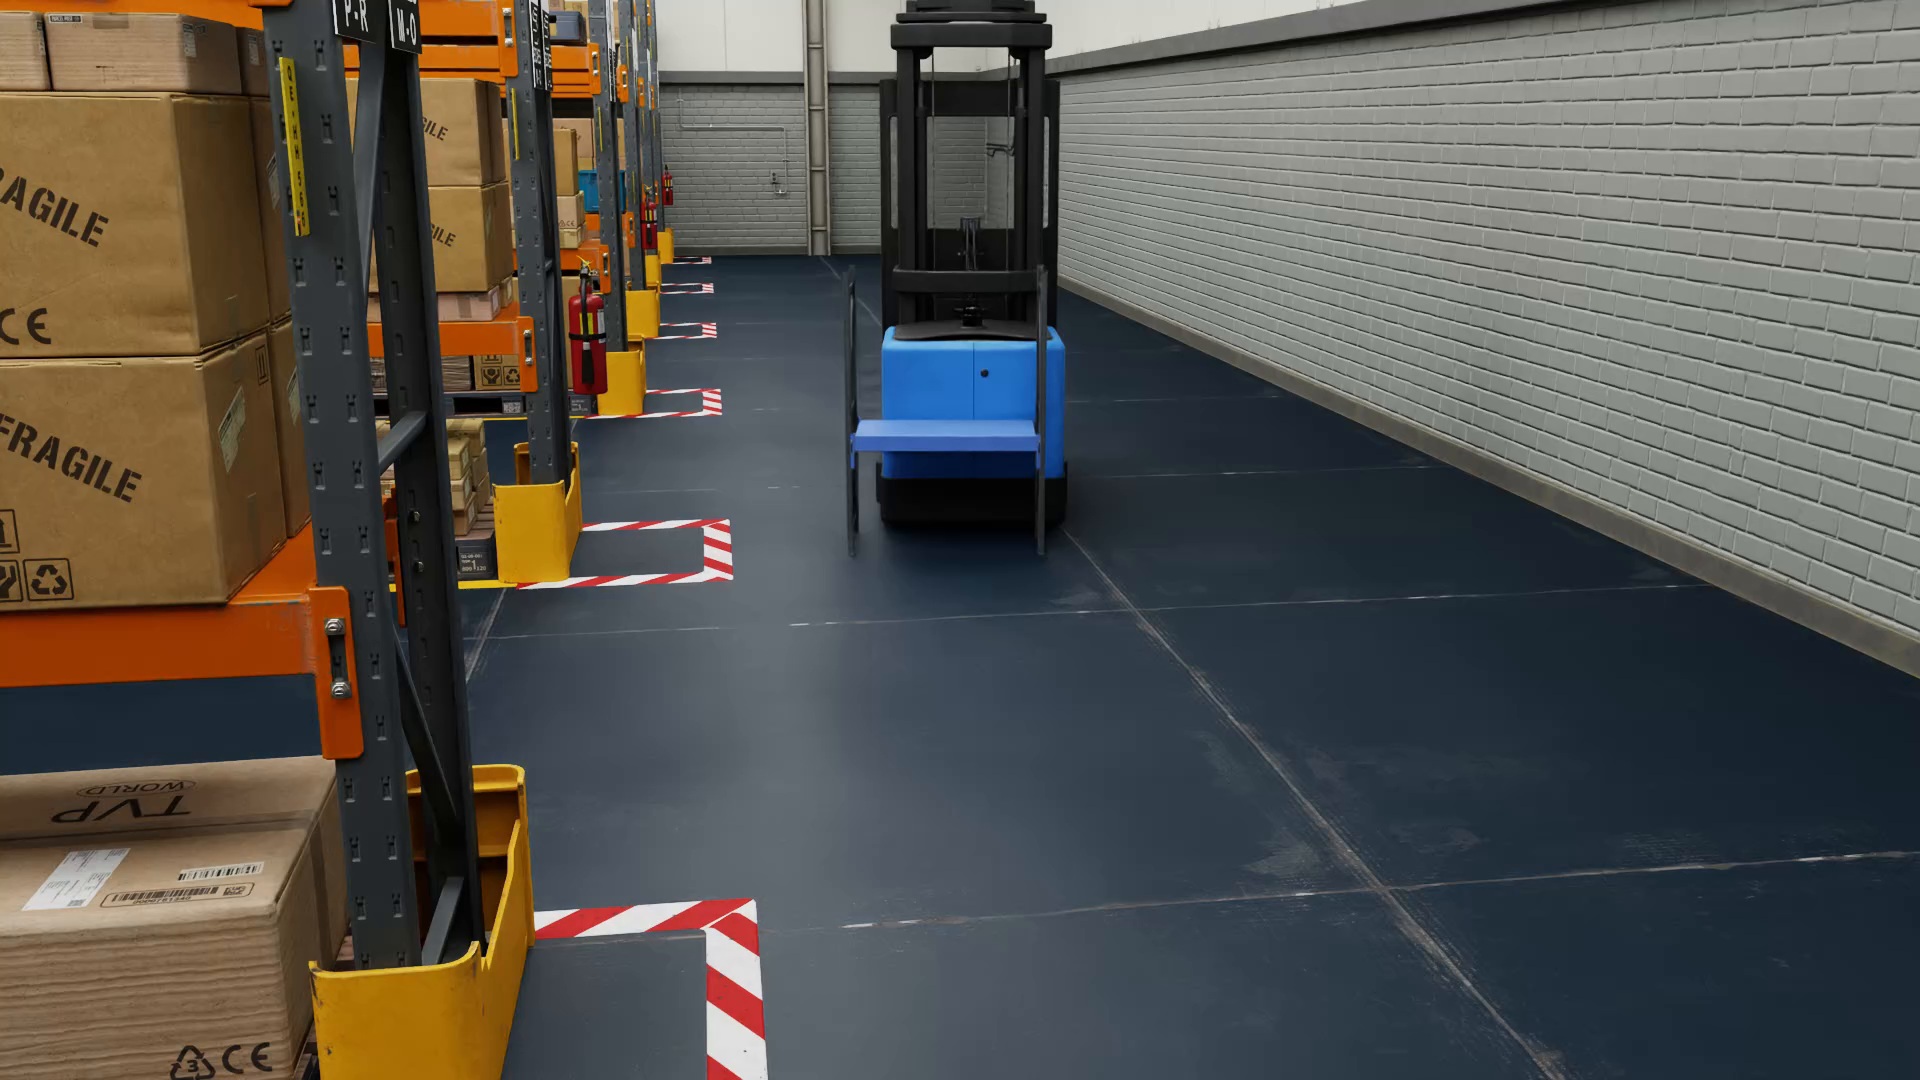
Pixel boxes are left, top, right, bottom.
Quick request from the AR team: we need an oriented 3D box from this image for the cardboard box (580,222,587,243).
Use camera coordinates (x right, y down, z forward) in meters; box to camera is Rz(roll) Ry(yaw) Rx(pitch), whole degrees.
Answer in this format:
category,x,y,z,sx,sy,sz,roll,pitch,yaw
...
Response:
category,x,y,z,sx,sy,sz,roll,pitch,yaw
cardboard box,-3.200,-2.524,13.637,0.250,0.149,0.380,-2,14,-8

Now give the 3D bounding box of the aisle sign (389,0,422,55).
category,x,y,z,sx,sy,sz,roll,pitch,yaw
aisle sign,-1.296,-1.529,3.809,0.004,0.787,0.394,-2,14,-8

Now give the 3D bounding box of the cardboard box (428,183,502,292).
category,x,y,z,sx,sy,sz,roll,pitch,yaw
cardboard box,-2.567,-1.497,8.209,0.500,0.500,0.500,-2,14,-7

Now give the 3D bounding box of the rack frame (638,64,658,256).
category,x,y,z,sx,sy,sz,roll,pitch,yaw
rack frame,-4.272,-4.963,22.844,0.127,3.000,1.000,-2,14,-8

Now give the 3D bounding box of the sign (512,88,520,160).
category,x,y,z,sx,sy,sz,roll,pitch,yaw
sign,-2.098,-1.964,7.855,0.005,0.325,0.100,-2,14,-8

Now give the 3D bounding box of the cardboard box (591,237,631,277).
category,x,y,z,sx,sy,sz,roll,pitch,yaw
cardboard box,-4.773,-3.885,22.779,0.500,0.500,0.500,-2,14,-8

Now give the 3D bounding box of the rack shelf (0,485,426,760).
category,x,y,z,sx,sy,sz,roll,pitch,yaw
rack shelf,-3.302,0.226,3.635,4.000,0.370,1.077,-2,14,-8

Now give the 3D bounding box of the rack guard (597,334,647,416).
category,x,y,z,sx,sy,sz,roll,pitch,yaw
rack guard,-2.777,-1.368,13.649,0.348,0.500,1.175,-2,14,-8

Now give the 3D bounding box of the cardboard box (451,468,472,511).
category,x,y,z,sx,sy,sz,roll,pitch,yaw
cardboard box,-2.641,-0.260,8.479,0.250,0.149,0.380,-2,14,-10

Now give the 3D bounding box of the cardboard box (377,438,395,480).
category,x,y,z,sx,sy,sz,roll,pitch,yaw
cardboard box,-2.904,-0.417,8.492,0.250,0.149,0.380,-2,14,-7

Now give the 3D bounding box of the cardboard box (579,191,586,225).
category,x,y,z,sx,sy,sz,roll,pitch,yaw
cardboard box,-3.315,-2.699,13.513,0.500,0.250,0.500,-2,14,-10

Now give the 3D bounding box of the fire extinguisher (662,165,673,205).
category,x,y,z,sx,sy,sz,roll,pitch,yaw
fire extinguisher,-4.796,-5.830,27.228,0.183,0.674,0.296,-2,14,-8

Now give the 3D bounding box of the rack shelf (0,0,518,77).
category,x,y,z,sx,sy,sz,roll,pitch,yaw
rack shelf,-4.139,-2.416,8.003,4.000,0.370,1.077,-2,14,-8

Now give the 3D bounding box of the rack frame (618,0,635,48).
category,x,y,z,sx,sy,sz,roll,pitch,yaw
rack frame,-3.538,-6.681,17.362,0.127,3.000,1.000,-2,14,-8

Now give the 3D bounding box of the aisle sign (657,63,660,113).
category,x,y,z,sx,sy,sz,roll,pitch,yaw
aisle sign,-4.898,-7.345,27.001,0.004,0.787,0.394,-2,14,-8

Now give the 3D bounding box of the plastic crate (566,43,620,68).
category,x,y,z,sx,sy,sz,roll,pitch,yaw
plastic crate,-3.960,-5.216,17.955,0.590,0.269,0.497,-2,14,-8

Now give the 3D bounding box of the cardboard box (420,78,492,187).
category,x,y,z,sx,sy,sz,roll,pitch,yaw
cardboard box,-2.577,-1.984,8.095,0.500,0.500,0.500,-2,14,-9

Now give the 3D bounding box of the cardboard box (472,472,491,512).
category,x,y,z,sx,sy,sz,roll,pitch,yaw
cardboard box,-2.727,-0.262,9.097,0.250,0.149,0.380,-2,14,-7

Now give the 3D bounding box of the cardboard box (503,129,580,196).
category,x,y,z,sx,sy,sz,roll,pitch,yaw
cardboard box,-3.243,-2.934,12.910,0.500,0.500,0.500,-2,14,-8

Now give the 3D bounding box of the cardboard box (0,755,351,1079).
category,x,y,z,sx,sy,sz,roll,pitch,yaw
cardboard box,-1.962,0.891,3.906,0.875,0.438,0.875,-3,14,-10

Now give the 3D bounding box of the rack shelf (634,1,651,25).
category,x,y,z,sx,sy,sz,roll,pitch,yaw
rack shelf,-6.992,-8.449,26.712,4.000,0.370,1.077,-2,14,-8

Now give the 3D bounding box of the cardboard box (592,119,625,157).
category,x,y,z,sx,sy,sz,roll,pitch,yaw
cardboard box,-4.672,-5.414,22.382,0.500,0.500,0.500,-2,14,-9

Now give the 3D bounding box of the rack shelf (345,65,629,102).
category,x,y,z,sx,sy,sz,roll,pitch,yaw
rack shelf,-5.516,-4.805,17.526,4.000,0.370,1.077,-2,14,-8

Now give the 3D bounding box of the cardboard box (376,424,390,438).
category,x,y,z,sx,sy,sz,roll,pitch,yaw
cardboard box,-2.985,-0.516,8.888,0.250,0.149,0.380,-2,14,-7

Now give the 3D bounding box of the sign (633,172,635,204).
category,x,y,z,sx,sy,sz,roll,pitch,yaw
sign,-3.440,-3.718,17.547,0.005,0.325,0.100,-2,14,-8

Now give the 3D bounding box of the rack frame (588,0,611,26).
category,x,y,z,sx,sy,sz,roll,pitch,yaw
rack frame,-2.800,-5.489,12.612,0.127,3.000,1.000,-2,14,-8

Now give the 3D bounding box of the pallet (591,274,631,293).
category,x,y,z,sx,sy,sz,roll,pitch,yaw
pallet,-5.136,-3.578,23.056,1.213,0.211,1.003,-2,14,-8

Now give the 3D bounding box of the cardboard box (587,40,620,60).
category,x,y,z,sx,sy,sz,roll,pitch,yaw
cardboard box,-4.742,-6.507,22.117,0.500,0.250,0.500,-2,14,-8

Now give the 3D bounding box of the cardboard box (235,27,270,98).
category,x,y,z,sx,sy,sz,roll,pitch,yaw
cardboard box,-1.716,-1.098,3.838,0.250,0.149,0.380,-2,14,-7

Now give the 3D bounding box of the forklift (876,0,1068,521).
category,x,y,z,sx,sy,sz,roll,pitch,yaw
forklift,0.054,-1.828,10.487,1.130,2.935,3.031,0,14,-1

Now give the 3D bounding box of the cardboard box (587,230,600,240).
category,x,y,z,sx,sy,sz,roll,pitch,yaw
cardboard box,-6.186,-5.078,27.578,0.500,0.500,0.700,-2,14,-8

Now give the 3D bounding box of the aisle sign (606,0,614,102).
category,x,y,z,sx,sy,sz,roll,pitch,yaw
aisle sign,-2.684,-3.771,12.748,0.004,0.787,0.394,-2,14,-8

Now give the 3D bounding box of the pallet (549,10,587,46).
category,x,y,z,sx,sy,sz,roll,pitch,yaw
pallet,-3.532,-3.962,12.870,1.213,0.211,1.003,-2,14,-8

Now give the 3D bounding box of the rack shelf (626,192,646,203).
category,x,y,z,sx,sy,sz,roll,pitch,yaw
rack shelf,-6.250,-4.541,22.642,4.000,0.370,1.077,-2,14,-8

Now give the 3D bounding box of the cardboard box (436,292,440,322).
category,x,y,z,sx,sy,sz,roll,pitch,yaw
cardboard box,-2.693,-1.181,8.282,0.250,0.149,0.380,-2,14,-8

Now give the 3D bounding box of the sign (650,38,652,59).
category,x,y,z,sx,sy,sz,roll,pitch,yaw
sign,-4.947,-7.869,26.609,0.005,0.325,0.100,-2,14,-8

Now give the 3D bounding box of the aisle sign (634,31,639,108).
category,x,y,z,sx,sy,sz,roll,pitch,yaw
aisle sign,-3.511,-5.106,18.071,0.004,0.787,0.394,-2,14,-8

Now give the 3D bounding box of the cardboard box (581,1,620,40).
category,x,y,z,sx,sy,sz,roll,pitch,yaw
cardboard box,-4.778,-6.928,22.255,0.500,0.500,0.700,-2,14,-8

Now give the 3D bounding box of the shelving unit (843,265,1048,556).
category,x,y,z,sx,sy,sz,roll,pitch,yaw
shelving unit,-0.075,-0.702,8.936,1.048,1.500,0.538,0,14,0

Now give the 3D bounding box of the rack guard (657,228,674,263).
category,x,y,z,sx,sy,sz,roll,pitch,yaw
rack guard,-4.990,-4.942,27.902,0.348,0.500,1.175,-2,14,-8

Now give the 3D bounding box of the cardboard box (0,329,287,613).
category,x,y,z,sx,sy,sz,roll,pitch,yaw
cardboard box,-1.761,-0.163,3.501,0.500,0.500,0.500,-2,14,-8

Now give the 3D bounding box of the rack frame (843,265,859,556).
category,x,y,z,sx,sy,sz,roll,pitch,yaw
rack frame,-0.584,-0.702,8.938,0.032,1.500,0.500,0,14,0
